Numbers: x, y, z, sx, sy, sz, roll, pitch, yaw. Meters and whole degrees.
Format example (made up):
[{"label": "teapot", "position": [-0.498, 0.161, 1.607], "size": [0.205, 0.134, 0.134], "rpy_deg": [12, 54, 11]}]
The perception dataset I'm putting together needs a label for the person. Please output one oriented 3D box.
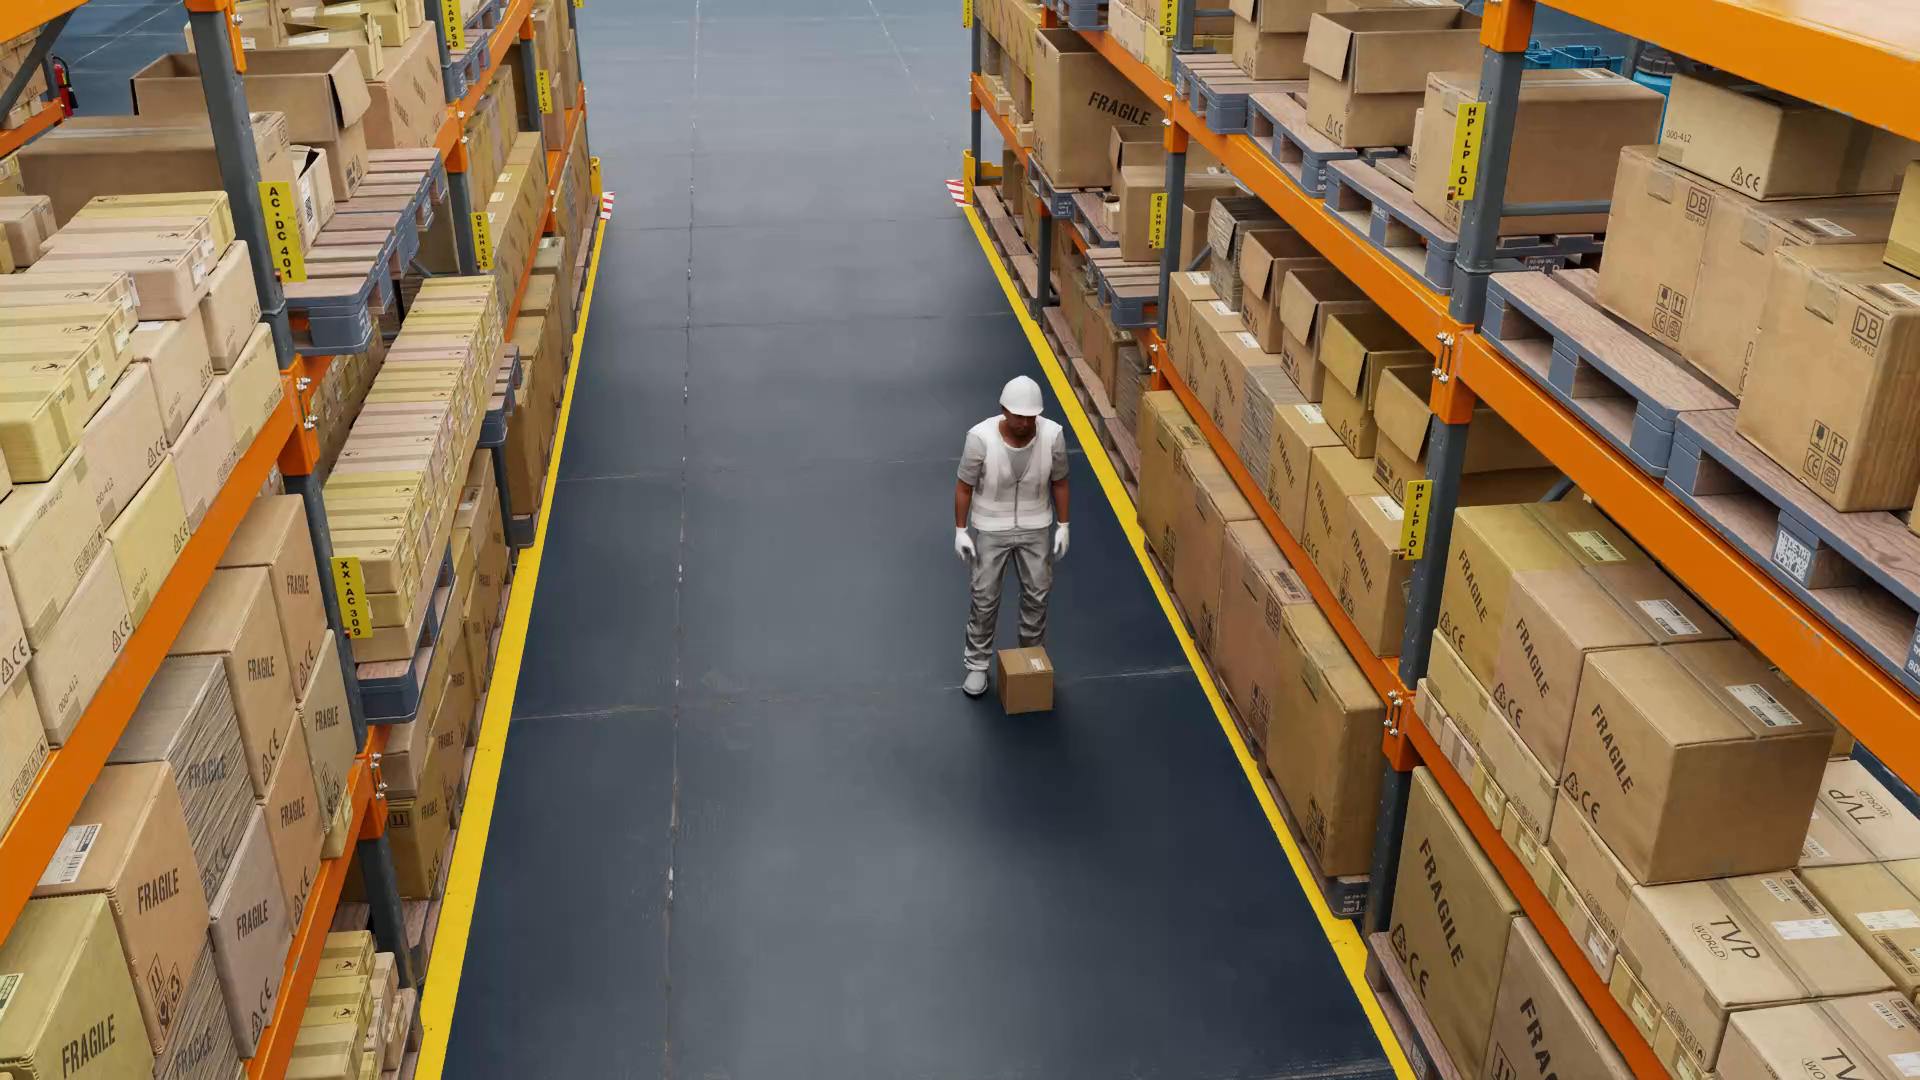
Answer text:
[{"label": "person", "position": [0.273, -0.037, 8.679], "size": [0.614, 1.773, 0.449], "rpy_deg": [-4, 27, -8]}]
